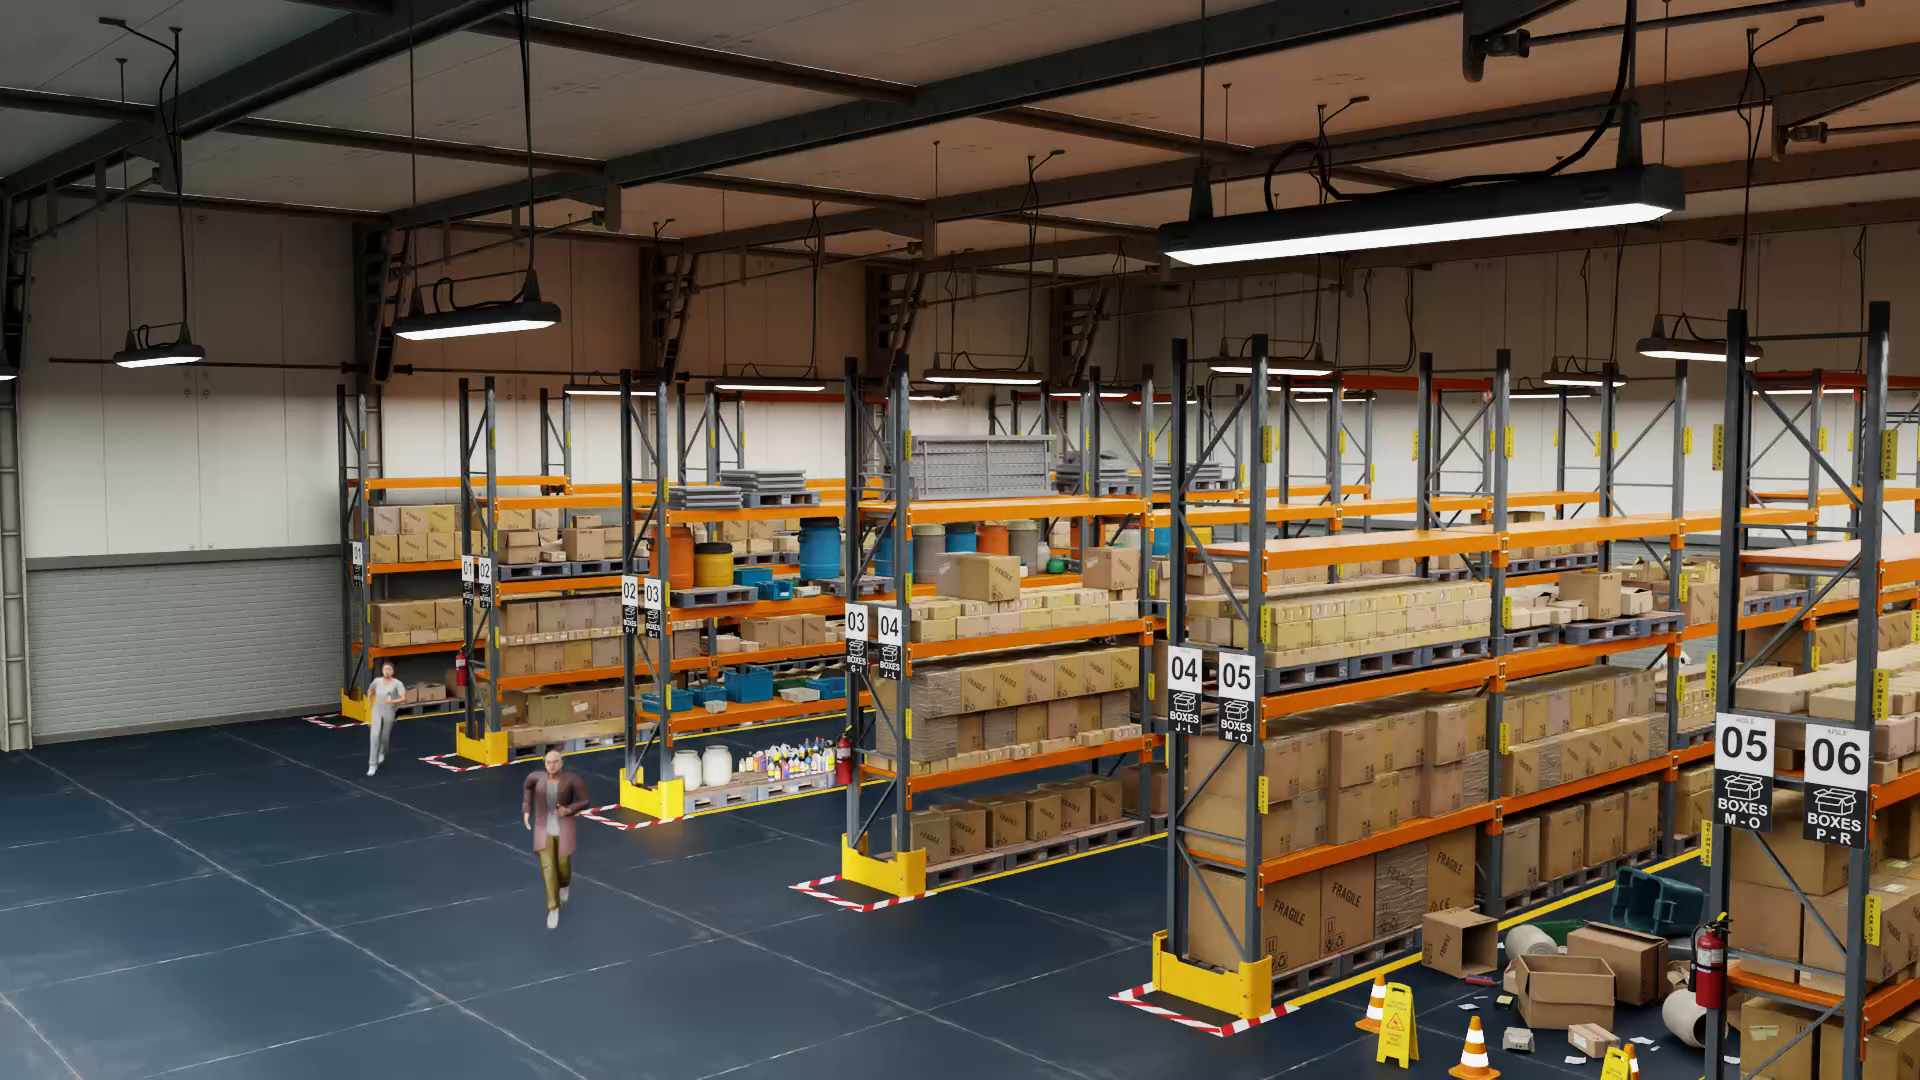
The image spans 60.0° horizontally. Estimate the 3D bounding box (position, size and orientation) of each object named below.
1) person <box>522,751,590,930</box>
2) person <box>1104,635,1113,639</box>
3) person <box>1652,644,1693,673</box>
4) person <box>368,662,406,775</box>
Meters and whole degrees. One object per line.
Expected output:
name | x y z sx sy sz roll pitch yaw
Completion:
person | -4.300 3.117 17.699 0.734 1.809 1.080 0 4 -6
person | 3.060 1.894 32.807 0.510 1.690 0.706 -3 5 -39
person | 12.106 2.482 28.203 0.686 1.711 0.685 1 4 12
person | -8.746 2.683 25.390 0.588 1.674 0.912 -1 4 -9
